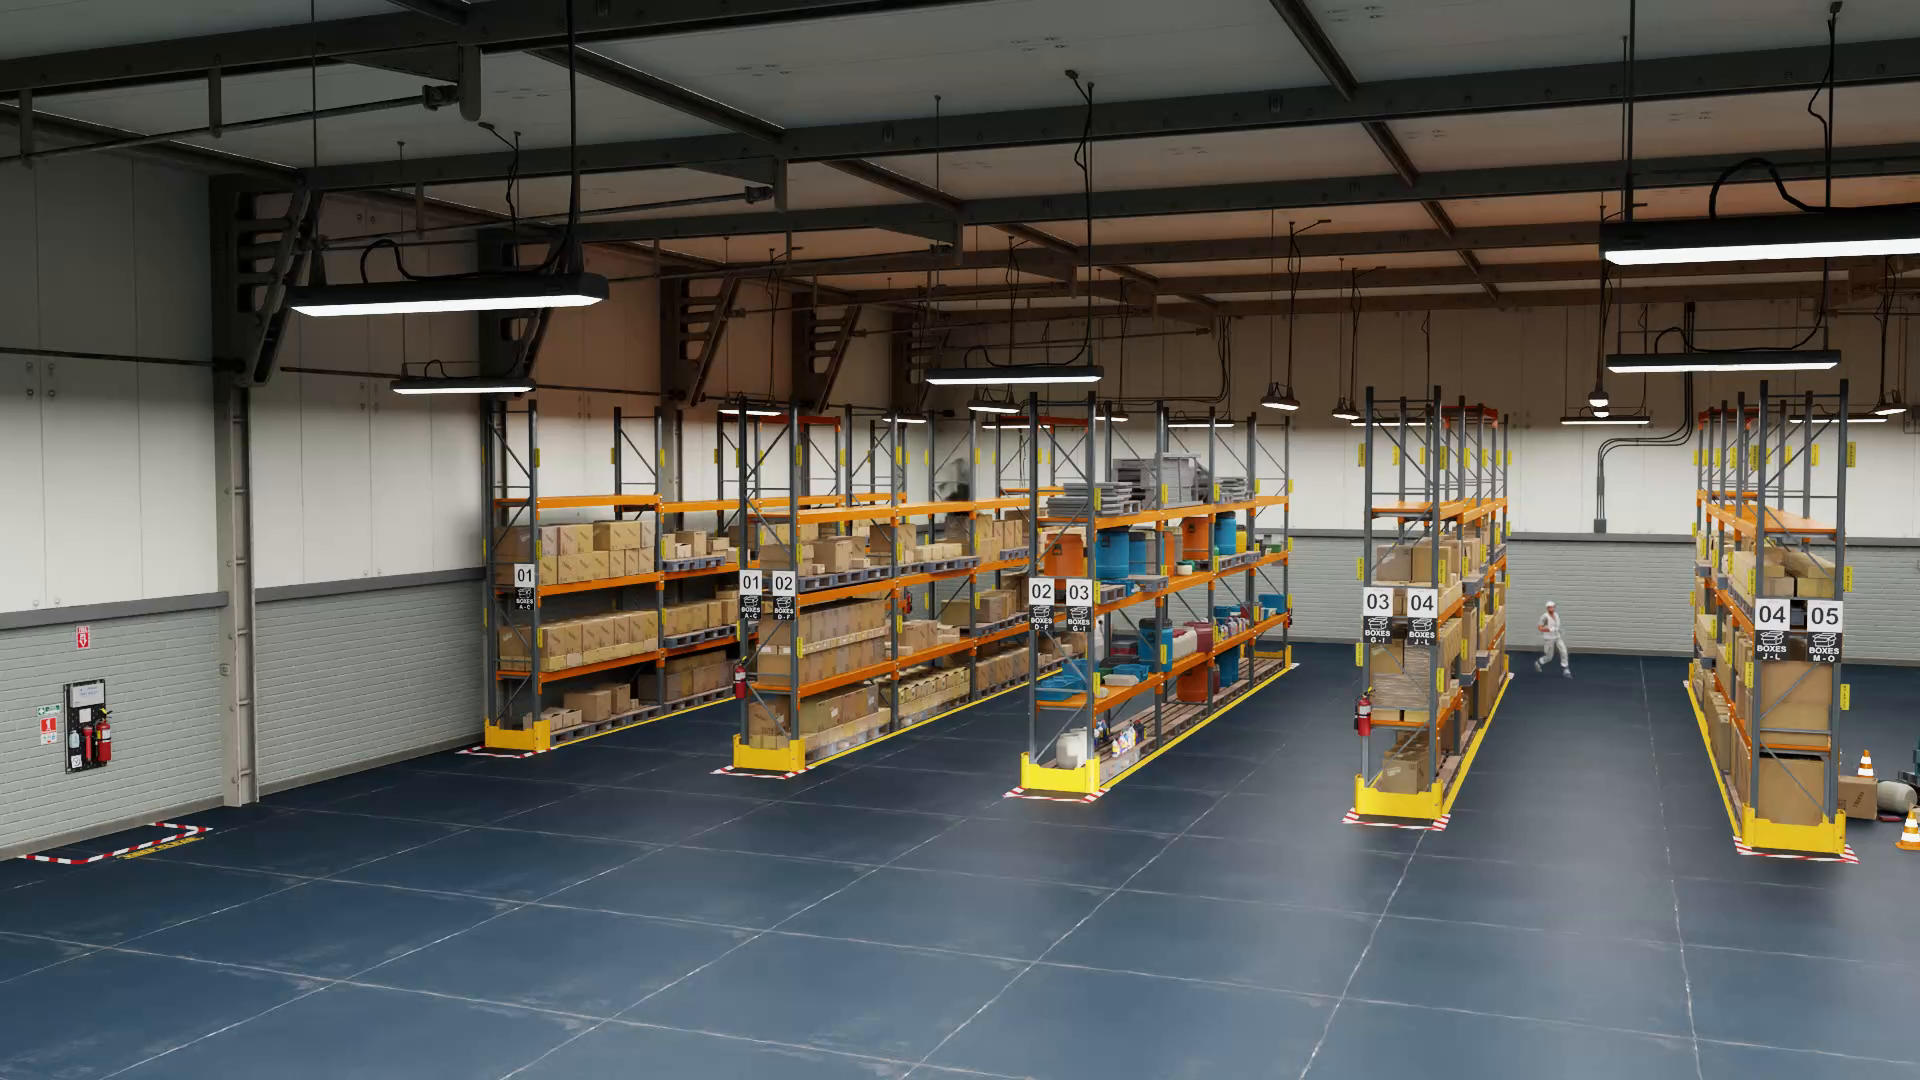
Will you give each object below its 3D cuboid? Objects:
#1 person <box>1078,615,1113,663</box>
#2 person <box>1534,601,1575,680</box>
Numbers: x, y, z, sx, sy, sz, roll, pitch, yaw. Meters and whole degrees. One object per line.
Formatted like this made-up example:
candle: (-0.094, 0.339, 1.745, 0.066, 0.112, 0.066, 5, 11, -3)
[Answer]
person: (2.726, 2.211, 33.779, 0.665, 1.896, 0.709, 1, 3, 20)
person: (13.455, 2.270, 37.861, 0.686, 1.761, 0.938, -1, 3, -23)
